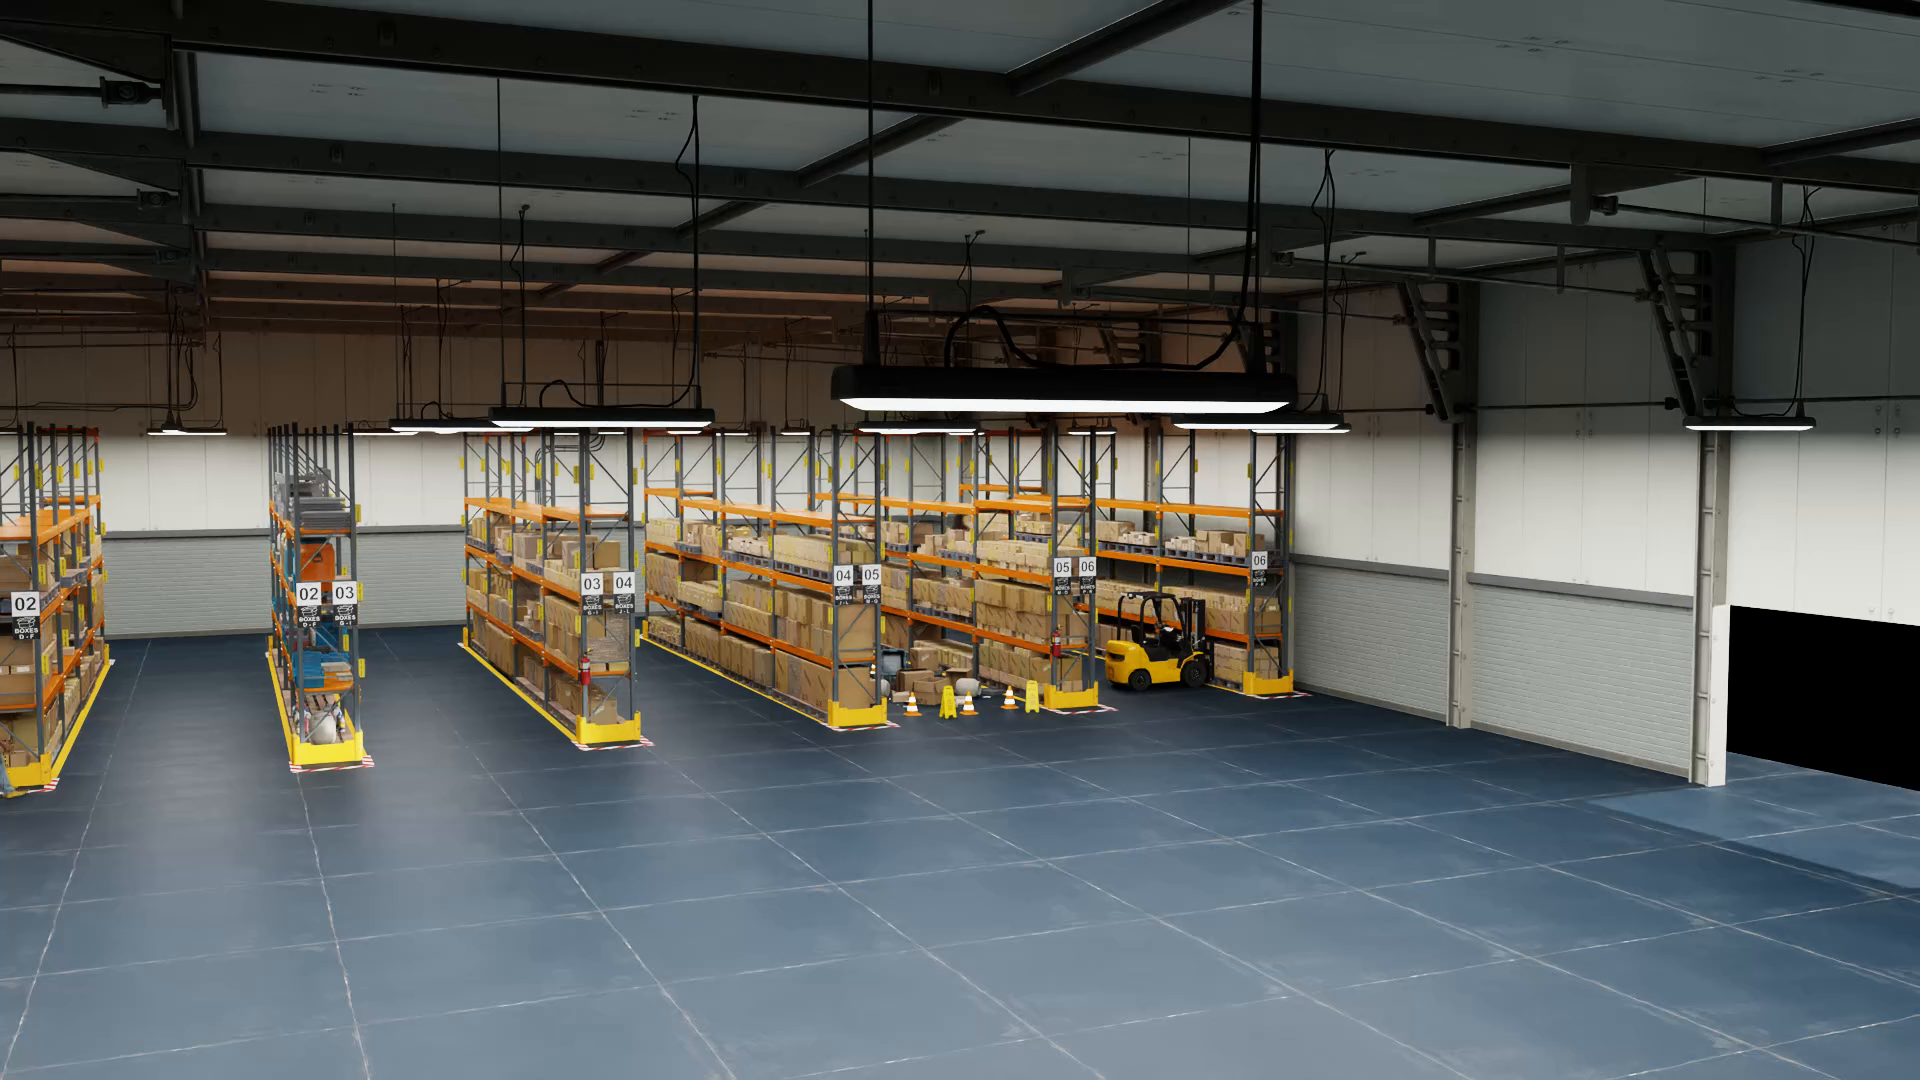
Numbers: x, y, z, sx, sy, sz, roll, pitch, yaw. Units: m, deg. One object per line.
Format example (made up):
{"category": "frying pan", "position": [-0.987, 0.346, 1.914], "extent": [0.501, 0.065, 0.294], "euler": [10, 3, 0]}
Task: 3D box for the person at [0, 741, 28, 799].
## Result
{"category": "person", "position": [-15.292, 3.247, 26.228], "extent": [0.970, 1.728, 0.581], "euler": [-1, 4, -17]}
